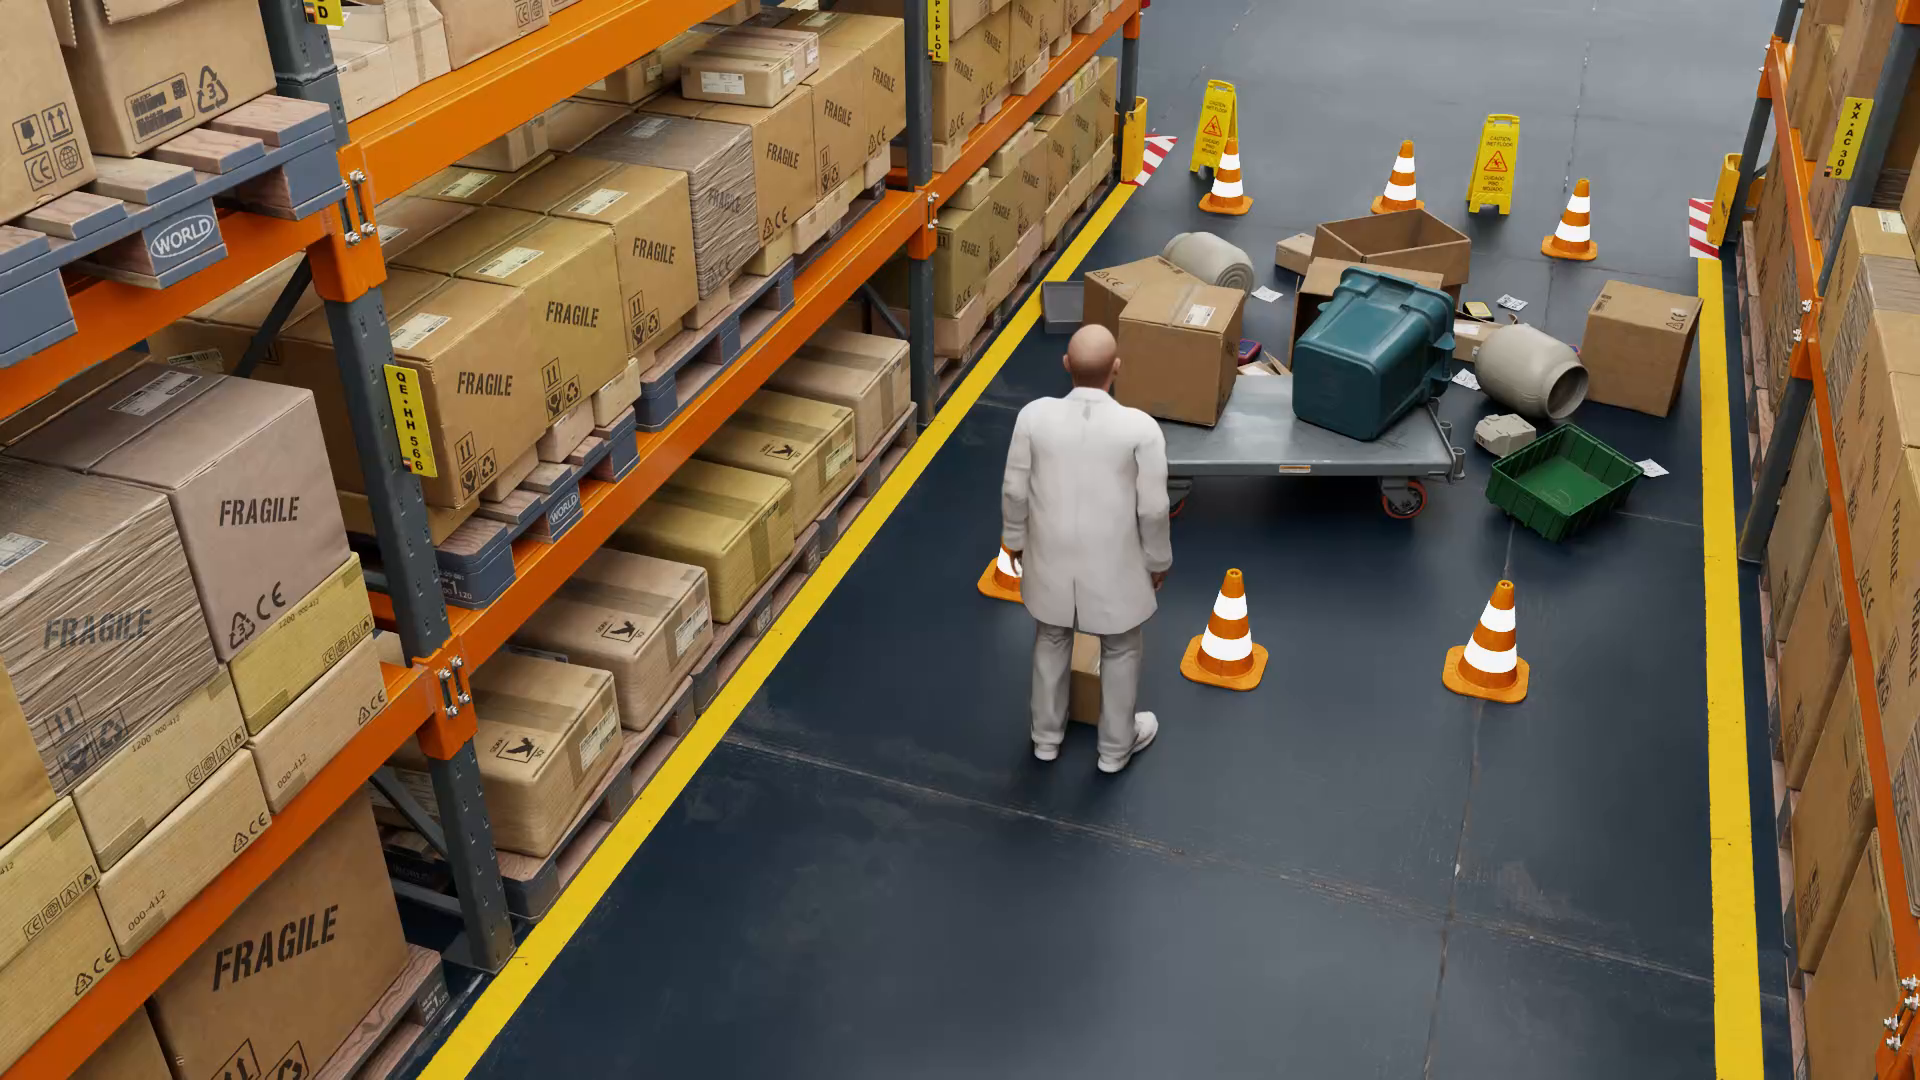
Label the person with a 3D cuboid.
[{"bbox_3d":[0.461,0.053,6.073,0.635,1.773,0.427,10,34,15],"label":"person"}]
